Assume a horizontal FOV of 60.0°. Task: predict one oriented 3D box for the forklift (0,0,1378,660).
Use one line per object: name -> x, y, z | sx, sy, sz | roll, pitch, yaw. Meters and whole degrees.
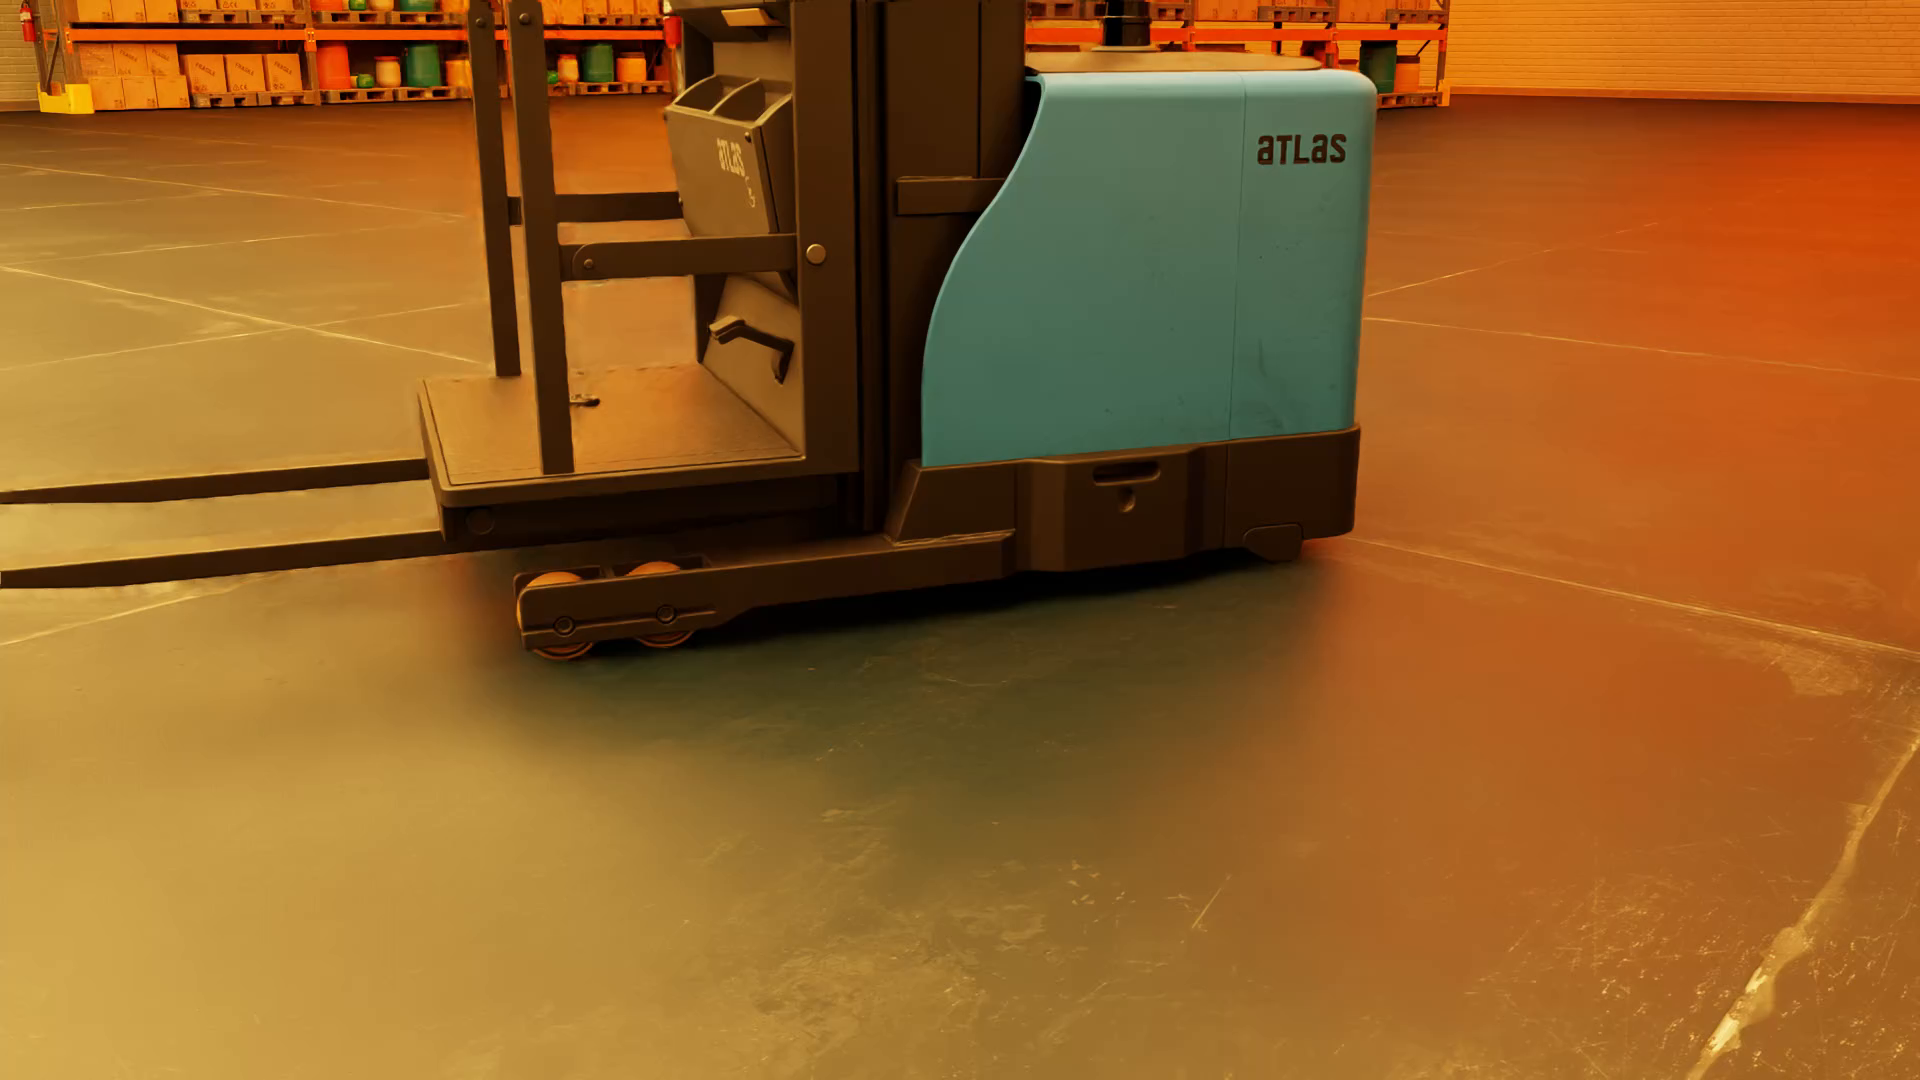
forklift -> -0.672, -1.345, 3.328 | 3.031, 2.935, 1.130 | -6, 18, -19
